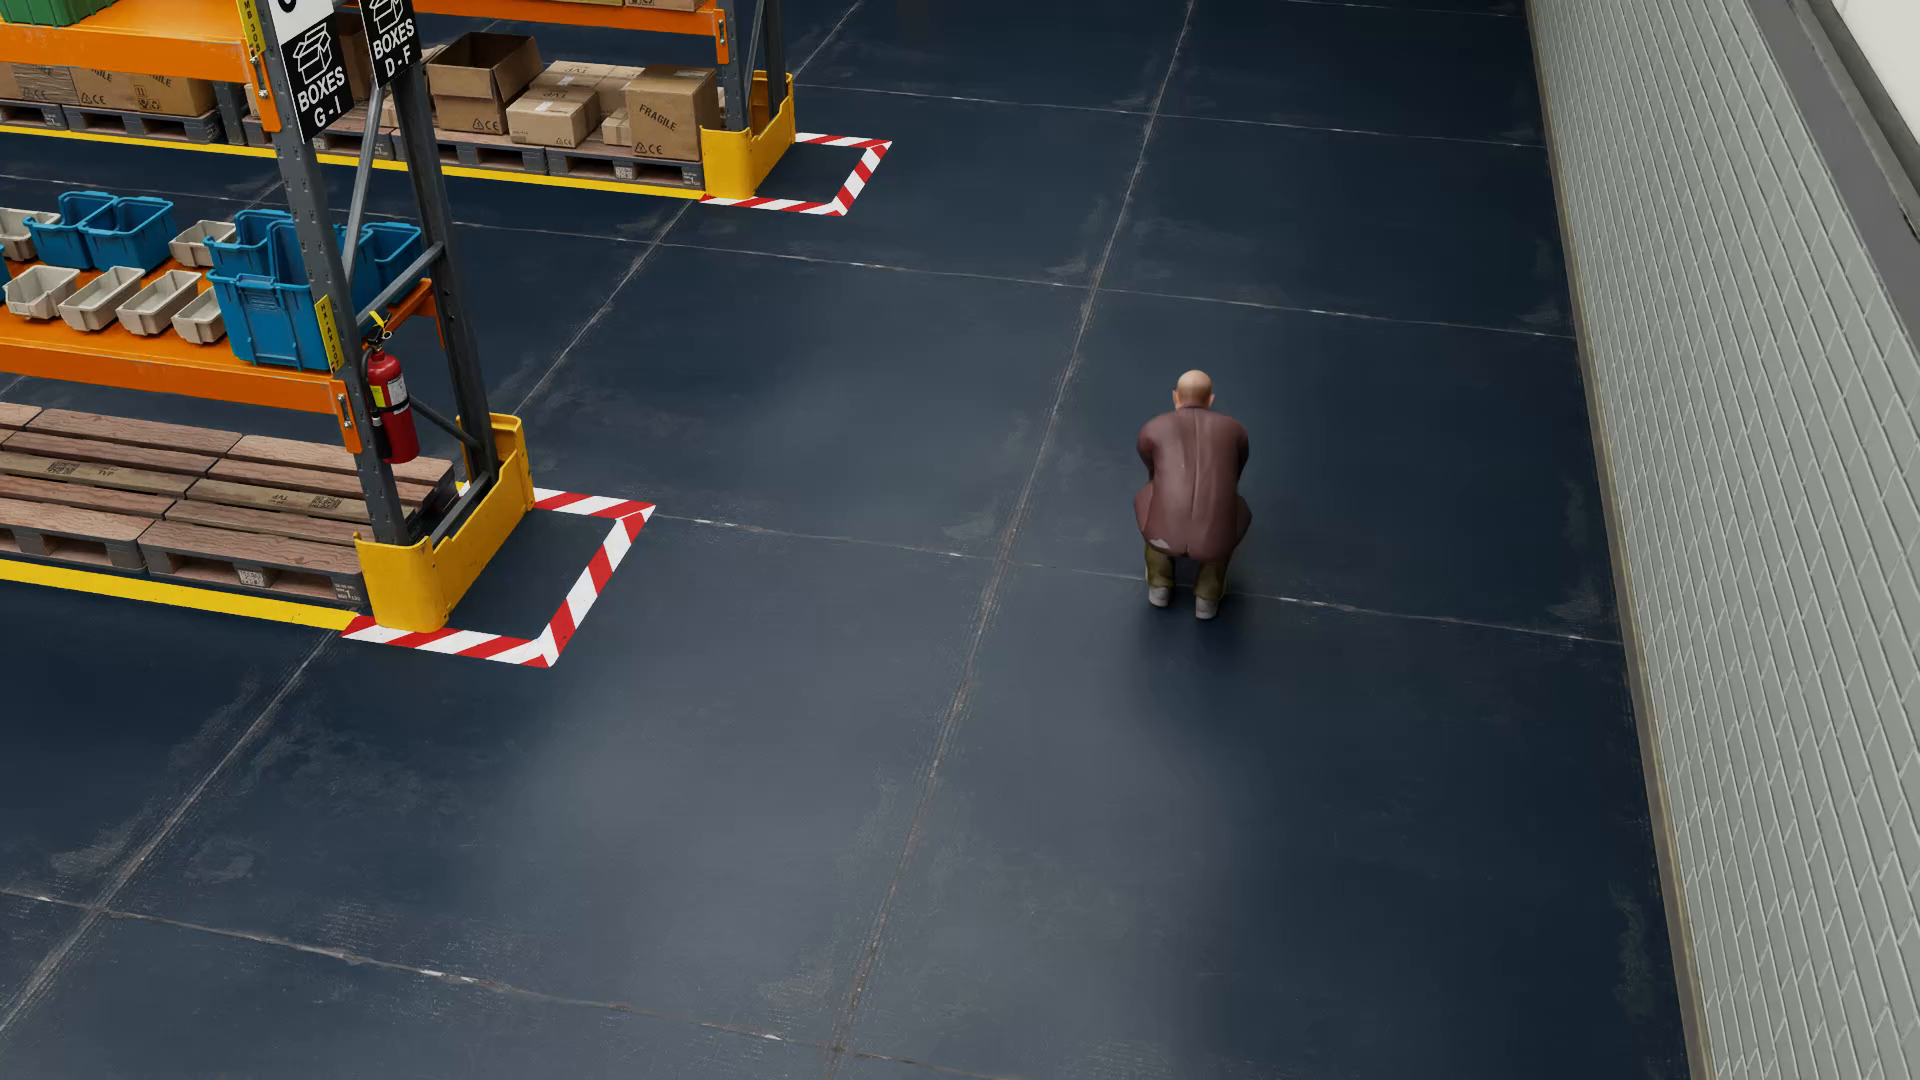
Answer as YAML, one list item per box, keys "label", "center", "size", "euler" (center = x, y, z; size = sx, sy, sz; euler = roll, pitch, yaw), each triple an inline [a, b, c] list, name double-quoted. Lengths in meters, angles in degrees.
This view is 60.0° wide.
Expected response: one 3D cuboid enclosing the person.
- label: "person"
  center: [1.115, -0.222, 7.950]
  size: [0.578, 0.999, 0.928]
  euler: [7, 37, 9]
